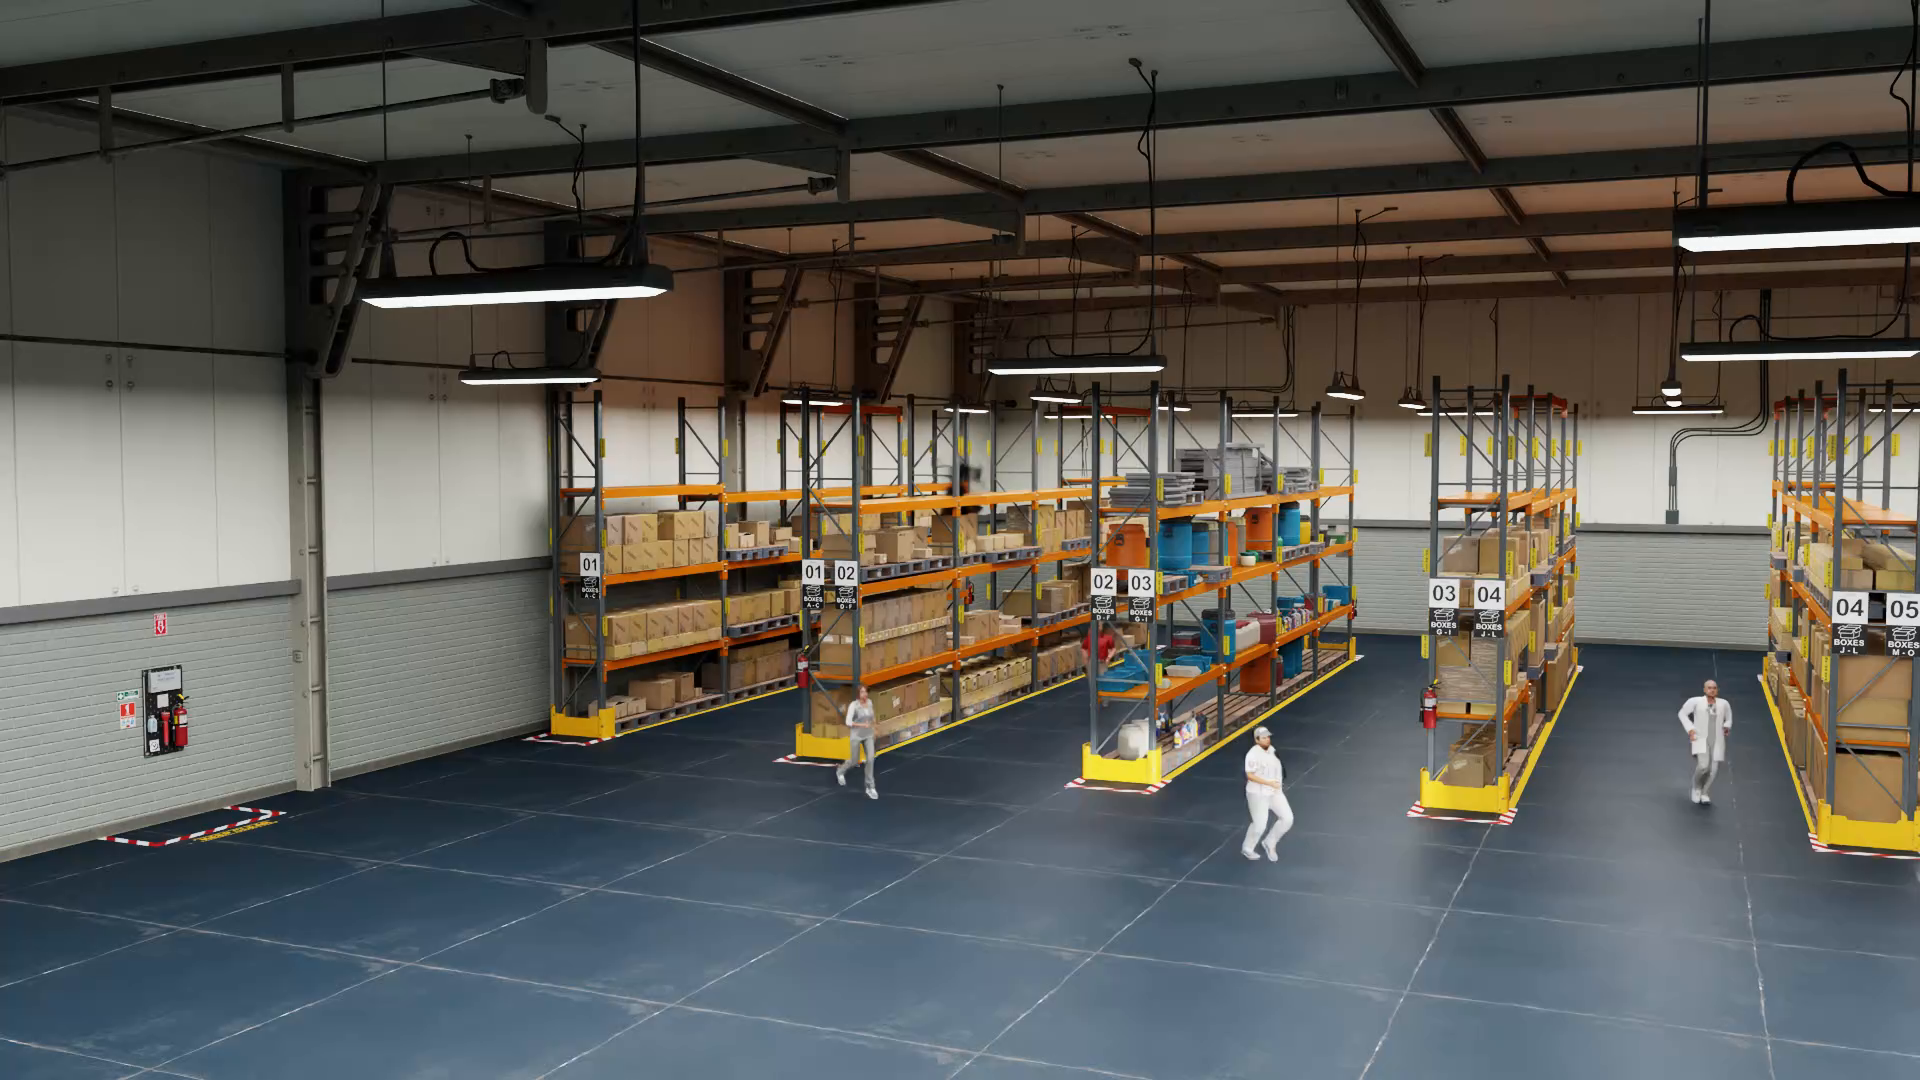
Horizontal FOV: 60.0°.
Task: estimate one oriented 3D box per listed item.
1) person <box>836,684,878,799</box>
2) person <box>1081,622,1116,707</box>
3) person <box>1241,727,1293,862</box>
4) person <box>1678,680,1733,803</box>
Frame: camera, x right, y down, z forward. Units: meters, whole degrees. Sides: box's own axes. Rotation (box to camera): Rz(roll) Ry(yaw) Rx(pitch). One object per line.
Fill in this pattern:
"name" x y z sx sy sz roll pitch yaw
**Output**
"person" -1.447 2.876 24.031 0.550 1.606 0.885 -2 4 -33
"person" 2.607 2.384 31.474 0.659 1.674 0.600 1 3 12
"person" 3.703 3.079 20.125 0.614 1.652 0.653 -2 4 -35
"person" 10.470 2.836 23.261 0.680 1.746 0.691 0 3 7
